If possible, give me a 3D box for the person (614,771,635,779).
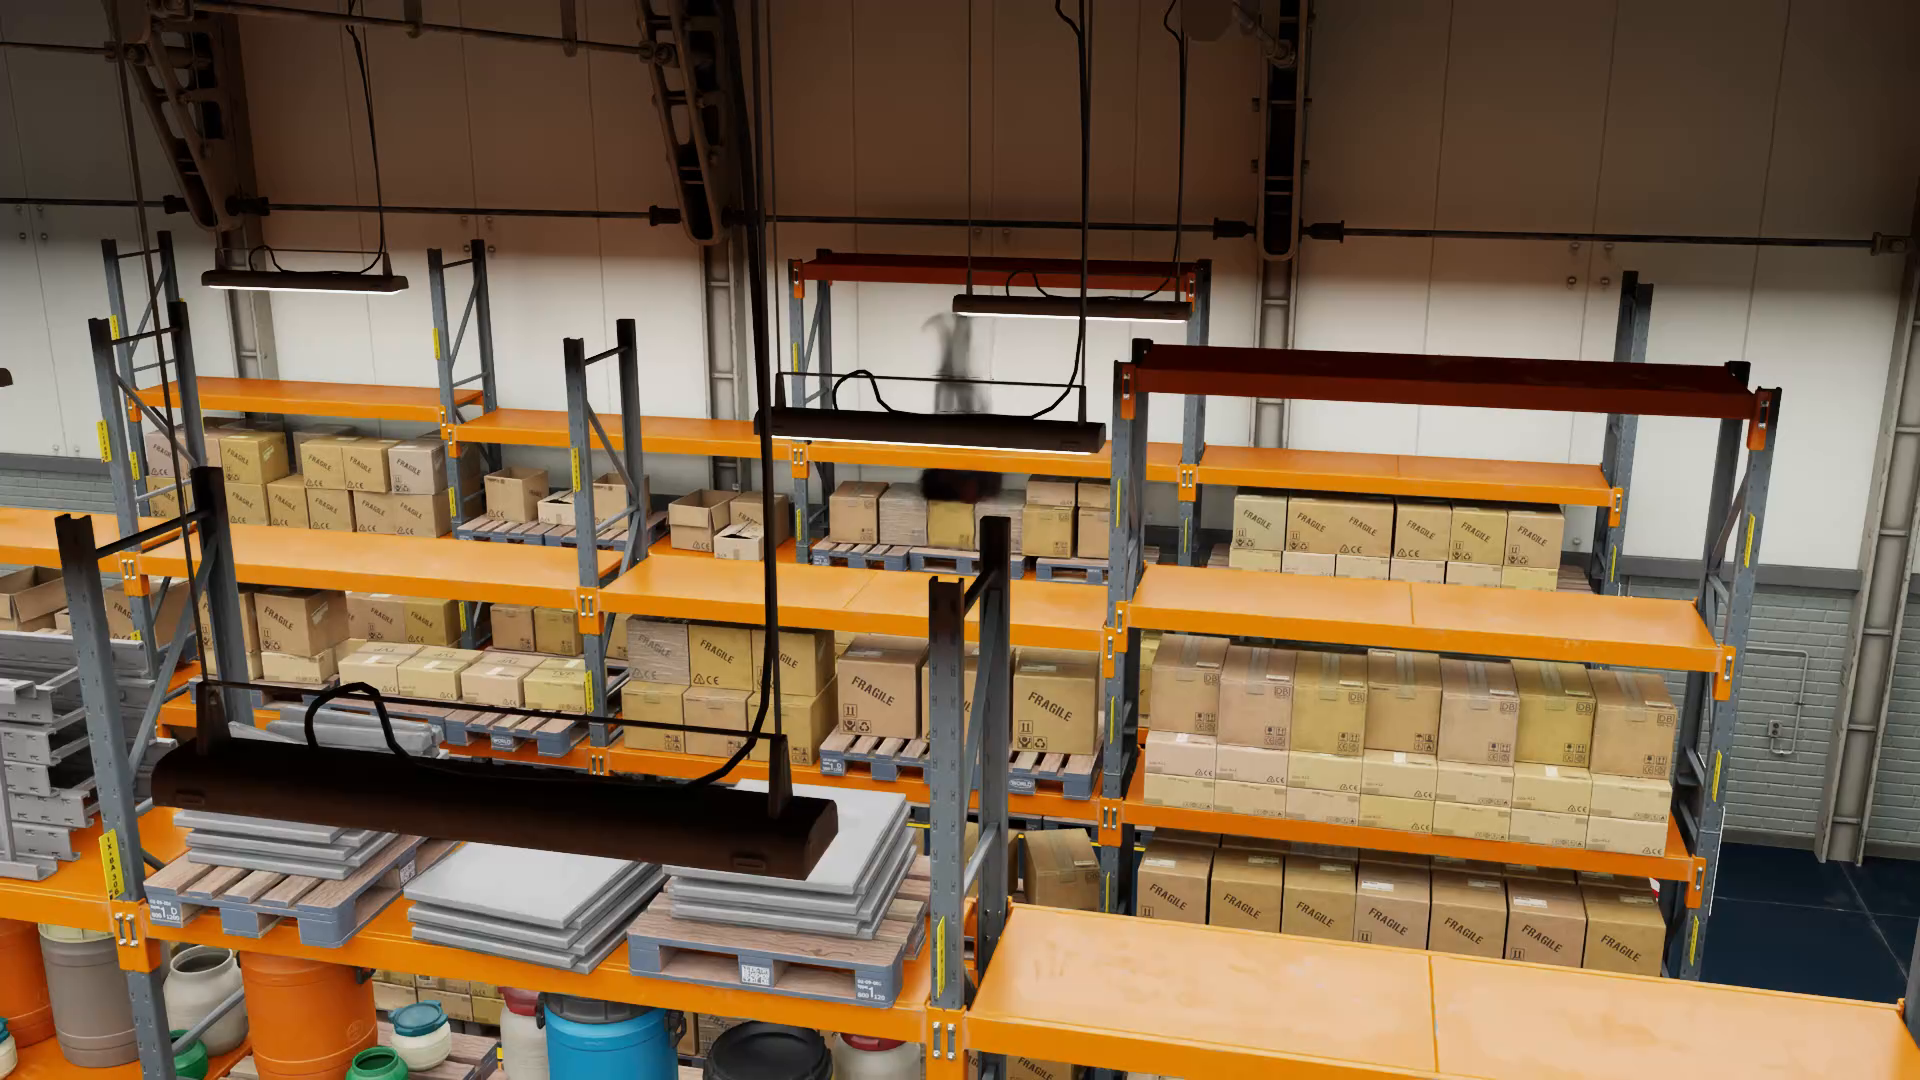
[{"bbox_3d":[-3.234,2.830,15.777,0.576,1.634,0.586,3,17,9],"label":"person"}]
